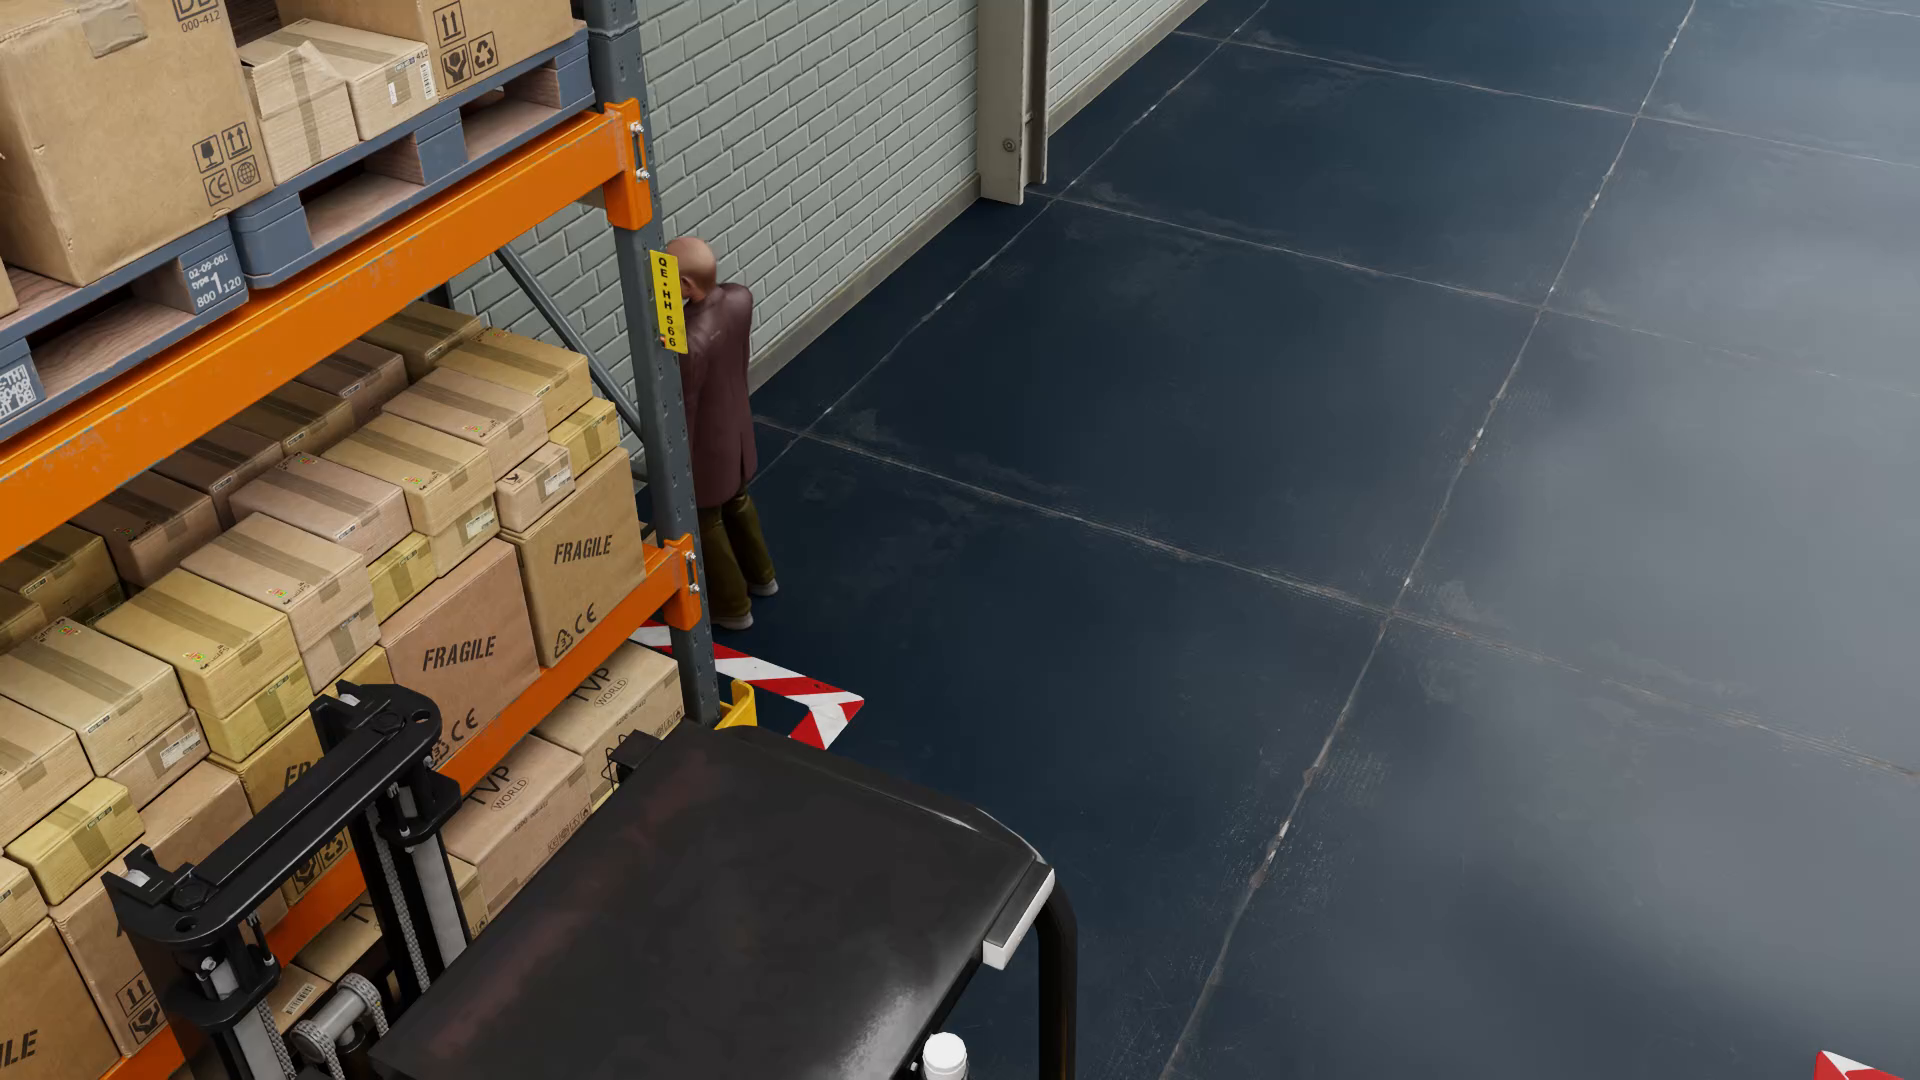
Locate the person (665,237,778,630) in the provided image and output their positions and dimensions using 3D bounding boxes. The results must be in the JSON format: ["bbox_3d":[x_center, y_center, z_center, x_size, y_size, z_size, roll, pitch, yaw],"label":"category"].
[{"bbox_3d":[-1.033,-0.420,6.716,0.377,1.774,0.562,13,39,17],"label":"person"}]
